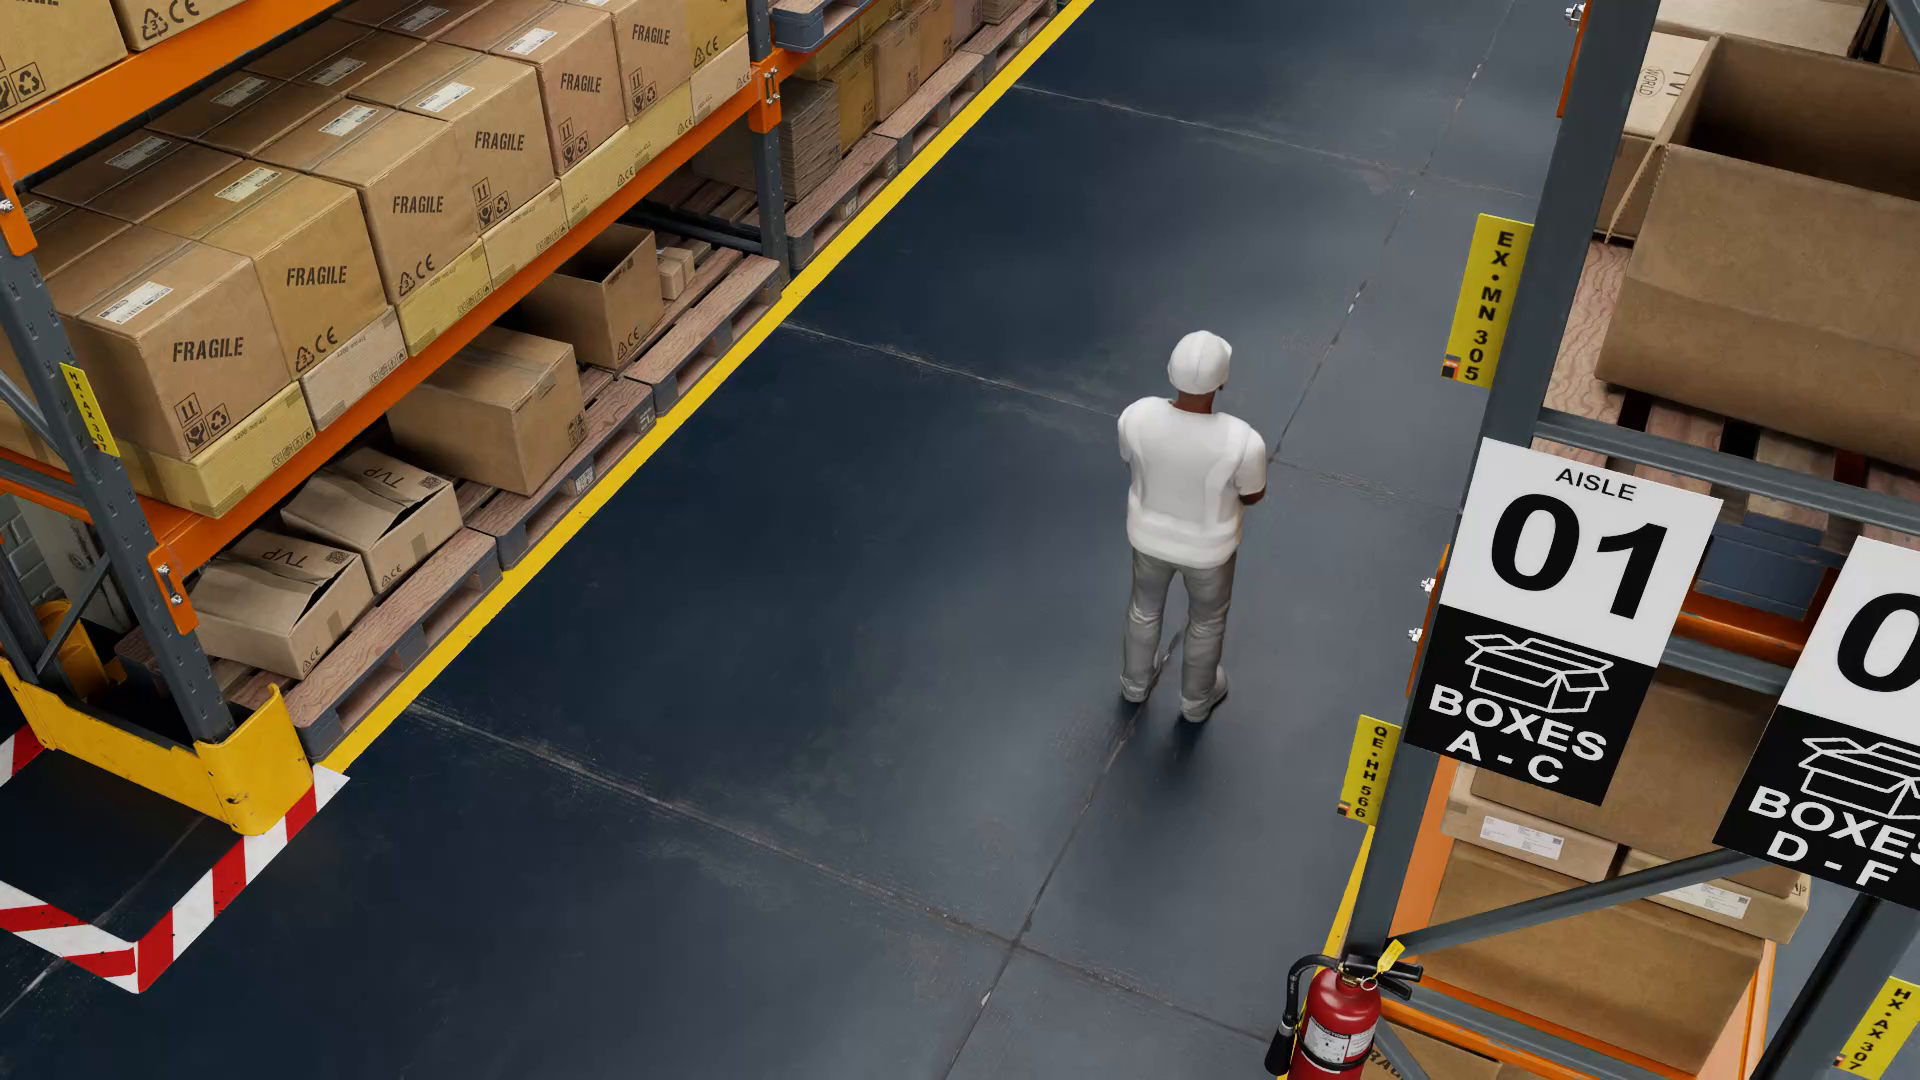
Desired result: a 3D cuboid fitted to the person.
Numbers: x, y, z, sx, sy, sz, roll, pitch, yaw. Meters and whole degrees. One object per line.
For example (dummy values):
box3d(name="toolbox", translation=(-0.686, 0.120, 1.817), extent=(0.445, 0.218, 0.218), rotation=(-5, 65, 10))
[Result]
box3d(name="person", translation=(0.865, -0.082, 6.232), extent=(0.542, 1.770, 0.551), rotation=(17, 44, 18))
